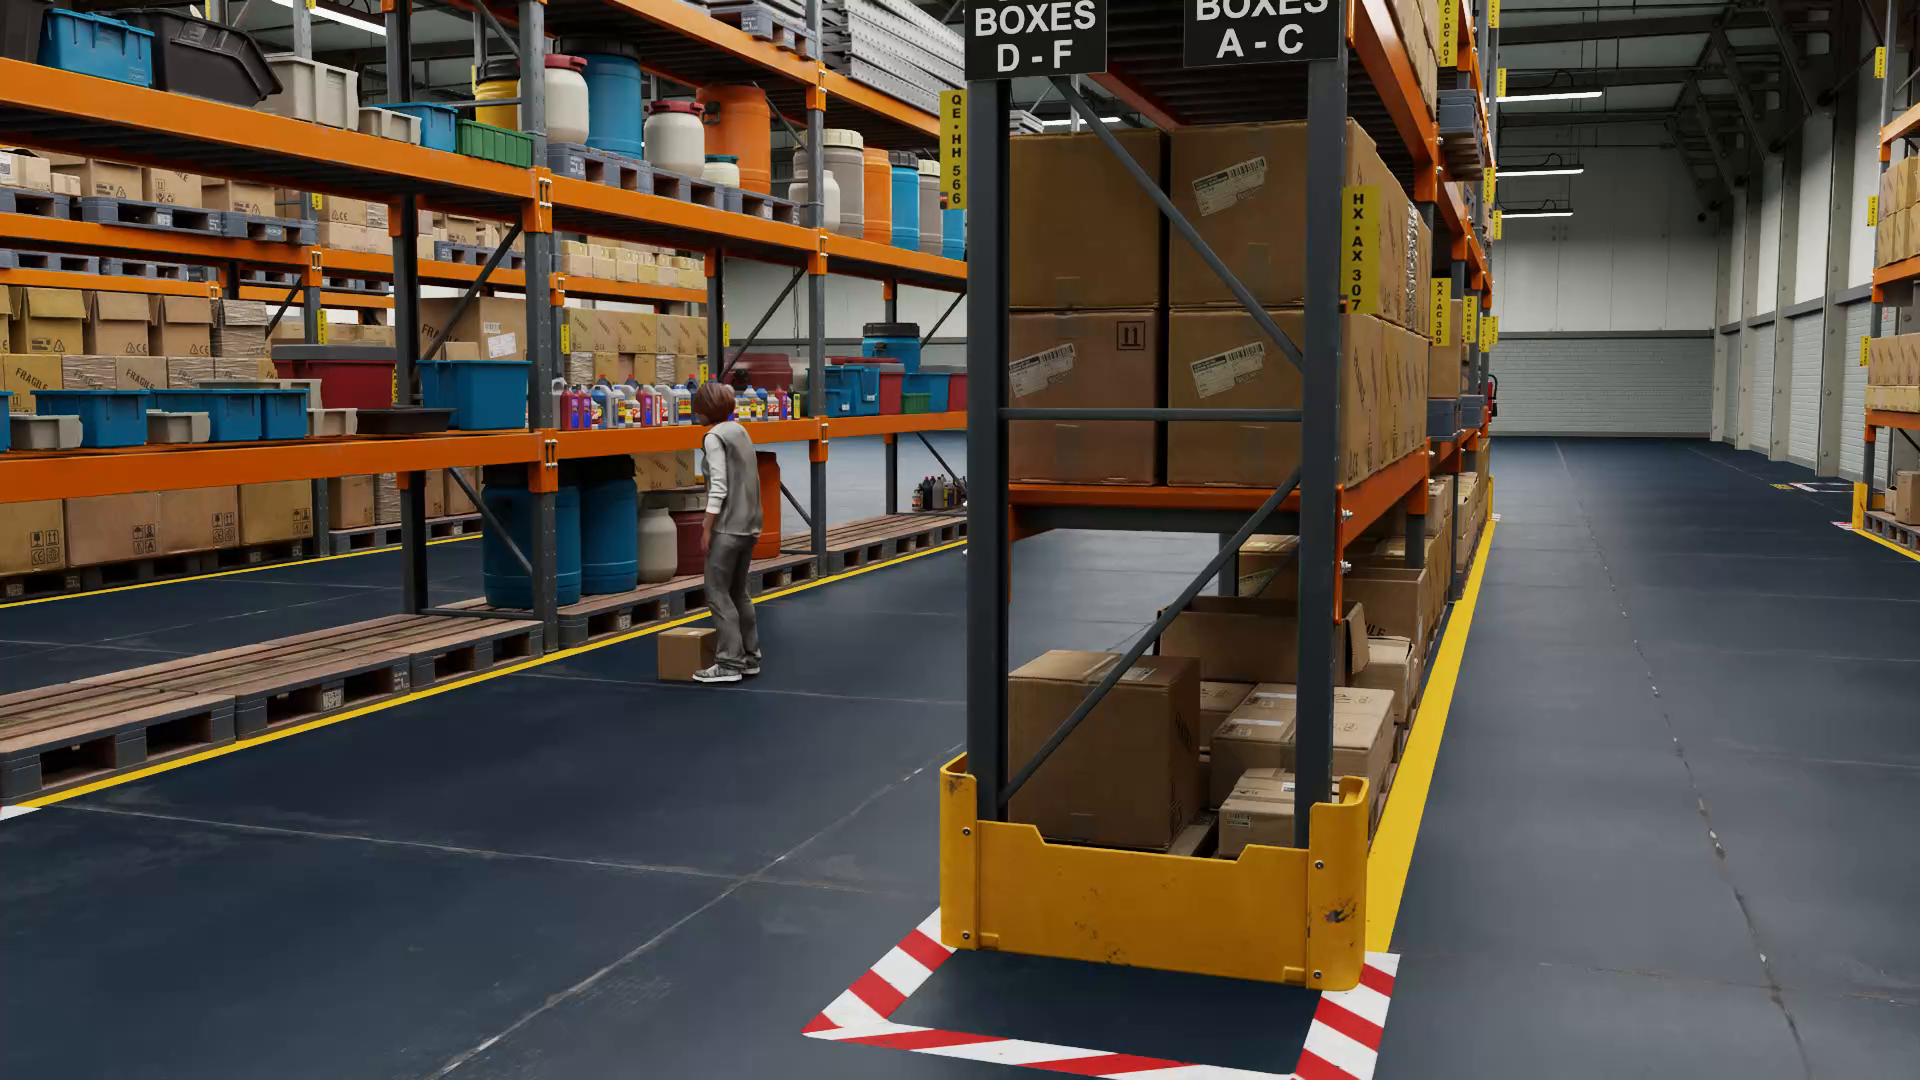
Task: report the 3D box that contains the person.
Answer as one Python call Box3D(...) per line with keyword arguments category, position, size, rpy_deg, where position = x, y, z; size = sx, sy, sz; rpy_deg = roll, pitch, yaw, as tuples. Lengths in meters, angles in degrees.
Box3D(category="person", position=(-1.241, -0.036, 8.901), size=(0.349, 1.581, 0.473), rpy_deg=(2, 6, 17))
